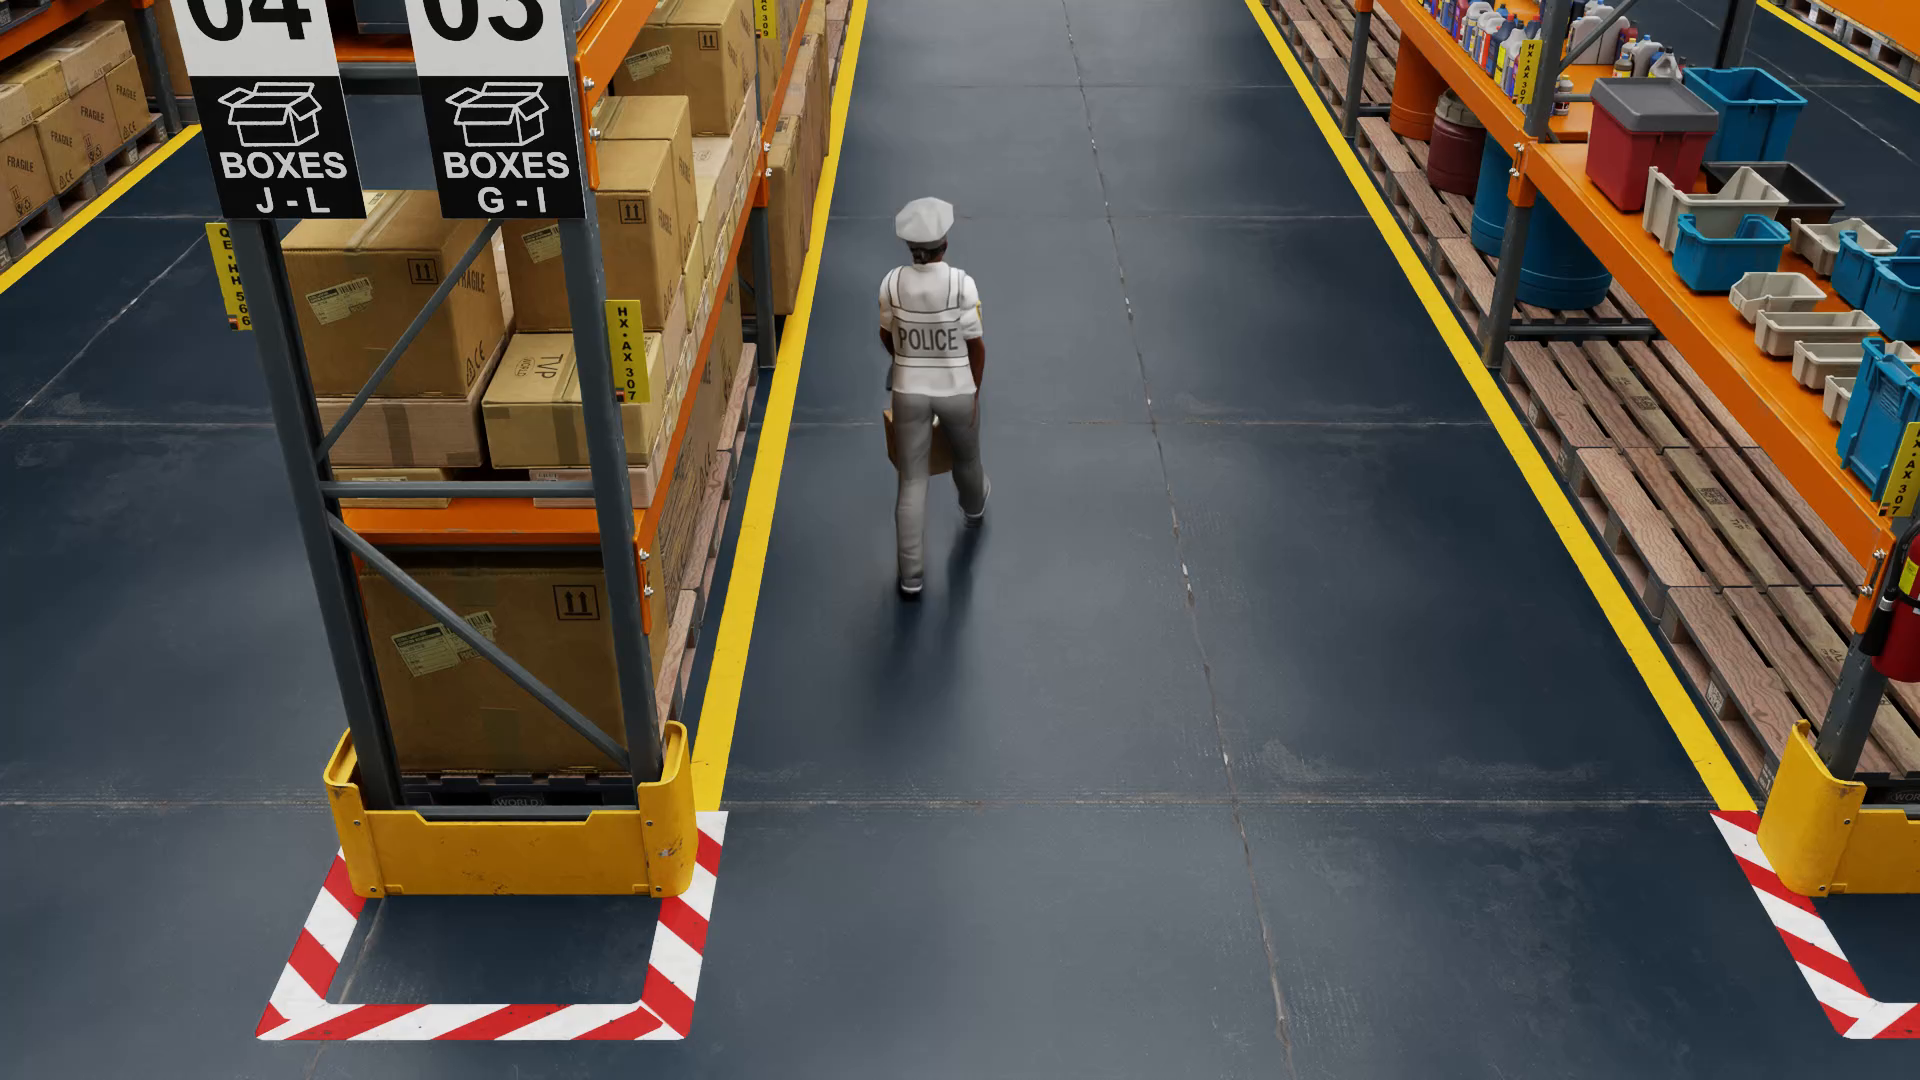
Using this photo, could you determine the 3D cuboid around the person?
[{"bbox_3d":[-0.117,-0.689,7.231,0.472,1.638,0.944,3,32,5],"label":"person"}]
